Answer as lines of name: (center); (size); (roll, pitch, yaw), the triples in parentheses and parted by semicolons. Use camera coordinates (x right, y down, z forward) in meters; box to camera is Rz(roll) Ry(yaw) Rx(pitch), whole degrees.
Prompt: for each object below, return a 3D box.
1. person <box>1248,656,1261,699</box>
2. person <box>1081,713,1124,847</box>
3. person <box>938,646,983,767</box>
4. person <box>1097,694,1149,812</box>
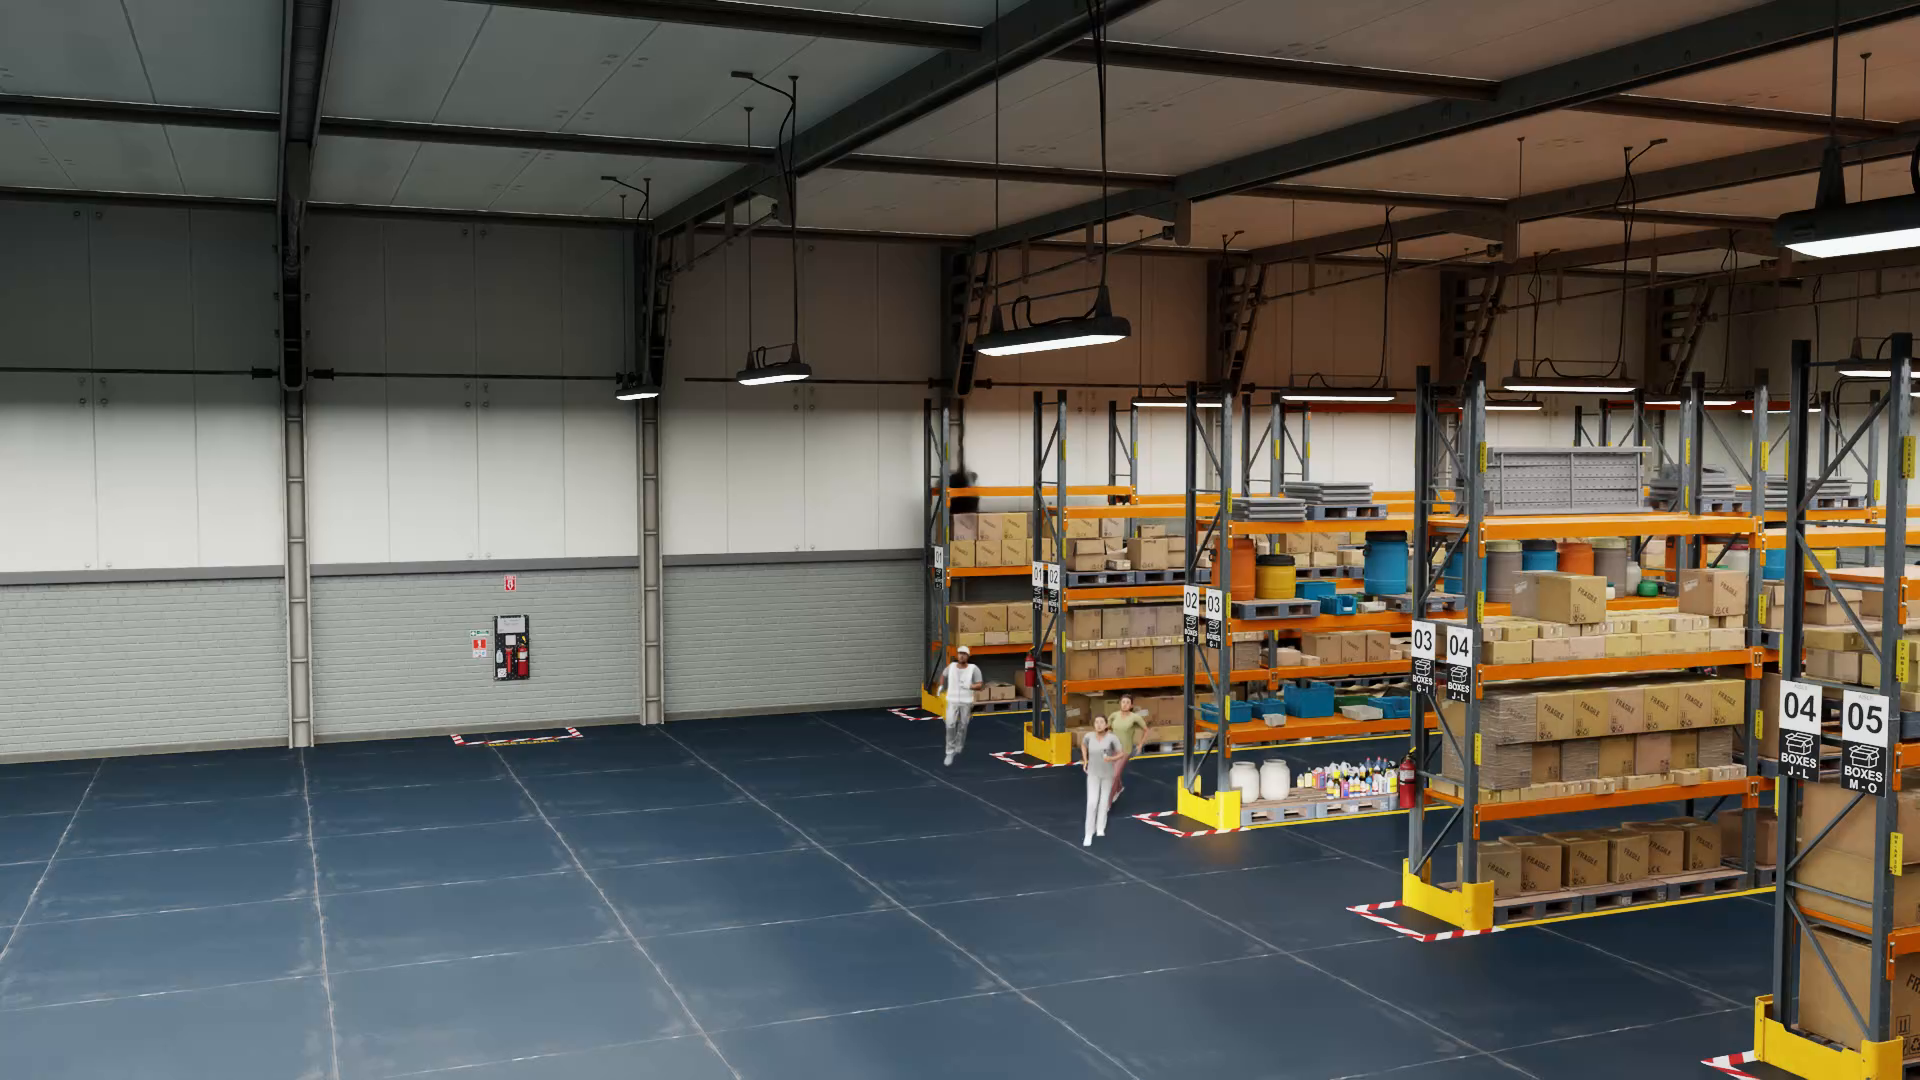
person: (5.373, 2.533, 30.695); (0.550, 1.649, 0.555); (-1, 3, -15)
person: (1.835, 3.077, 21.433); (0.565, 1.720, 0.727); (1, 3, 9)
person: (0.001, 2.575, 26.036); (0.708, 1.836, 0.680); (0, 3, 0)
person: (2.258, 2.960, 23.220); (0.637, 1.635, 0.954); (2, 4, 31)
